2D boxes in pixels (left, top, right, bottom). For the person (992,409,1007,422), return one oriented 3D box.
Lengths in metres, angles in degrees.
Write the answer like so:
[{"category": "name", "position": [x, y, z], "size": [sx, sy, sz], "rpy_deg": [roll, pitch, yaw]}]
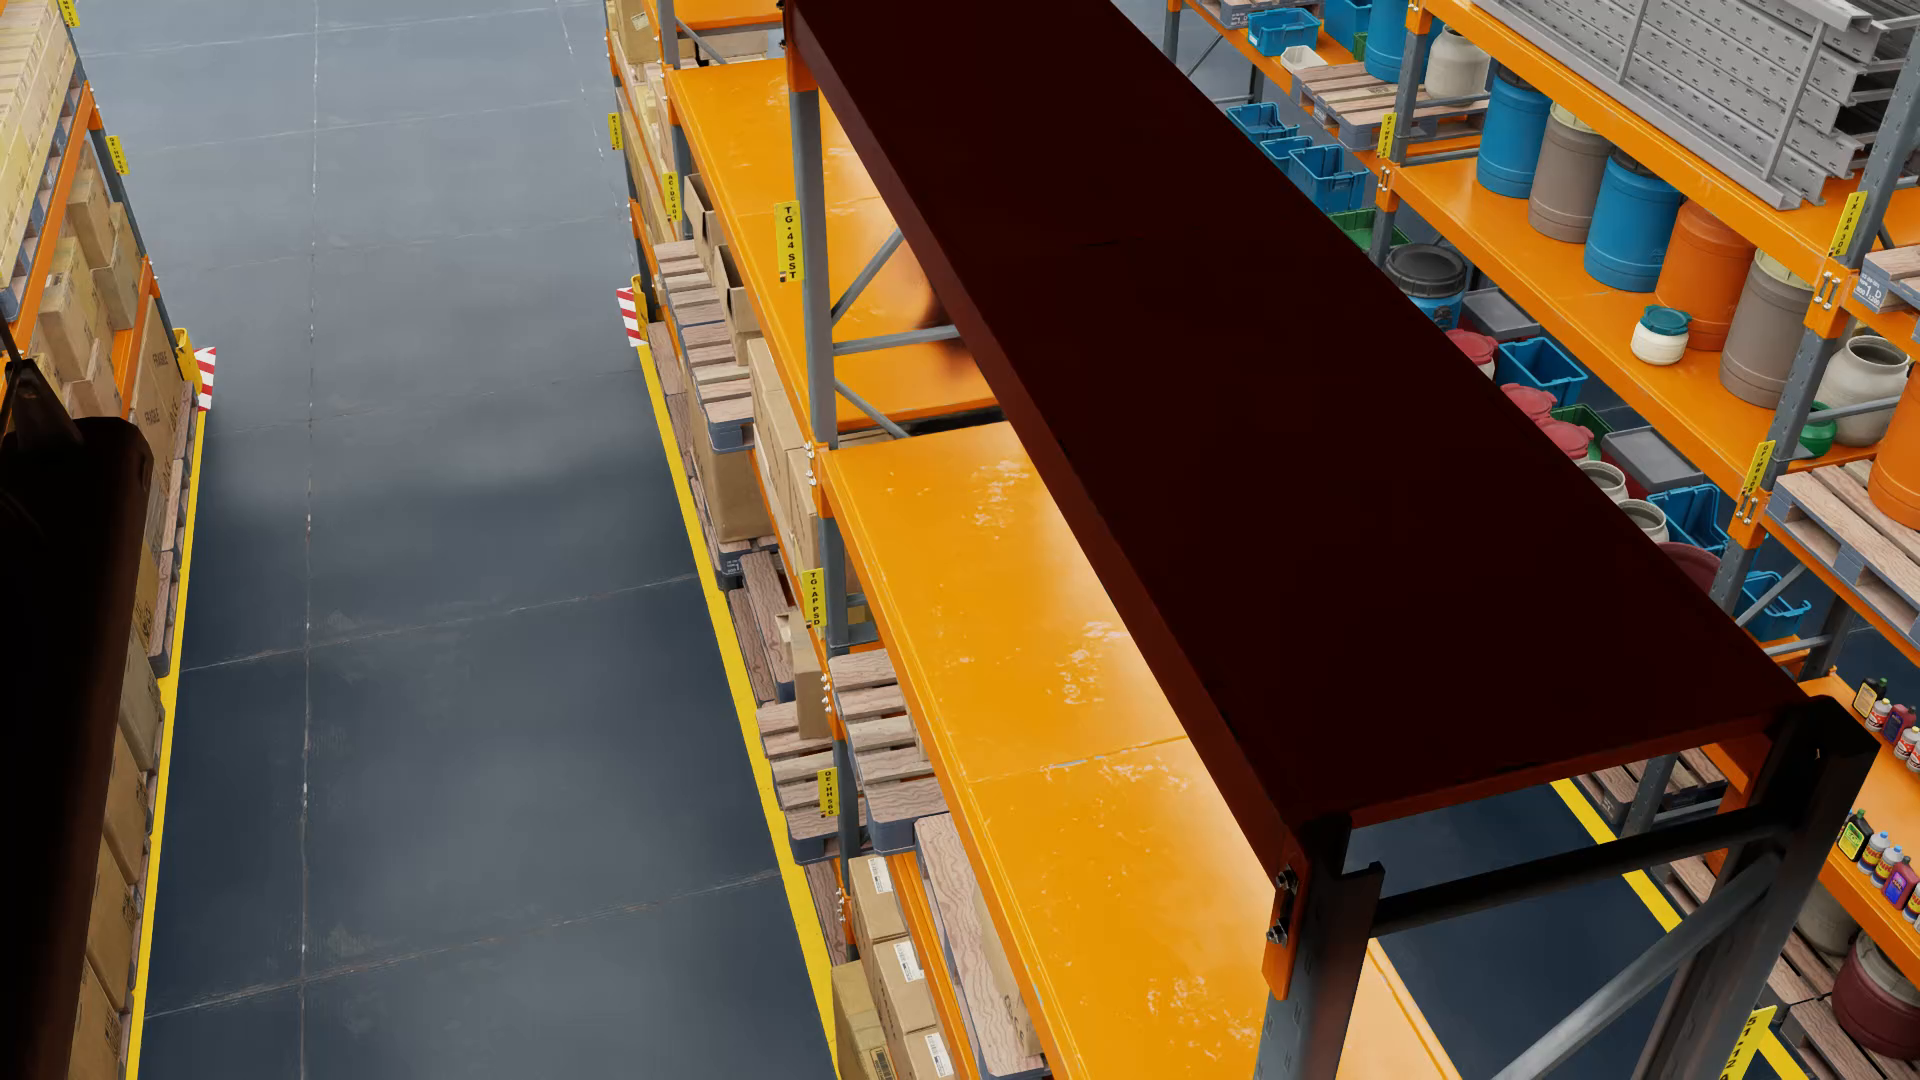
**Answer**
[{"category": "person", "position": [0.261, -1.155, 12.950], "size": [0.768, 1.718, 0.695], "rpy_deg": [25, 45, 28]}]
